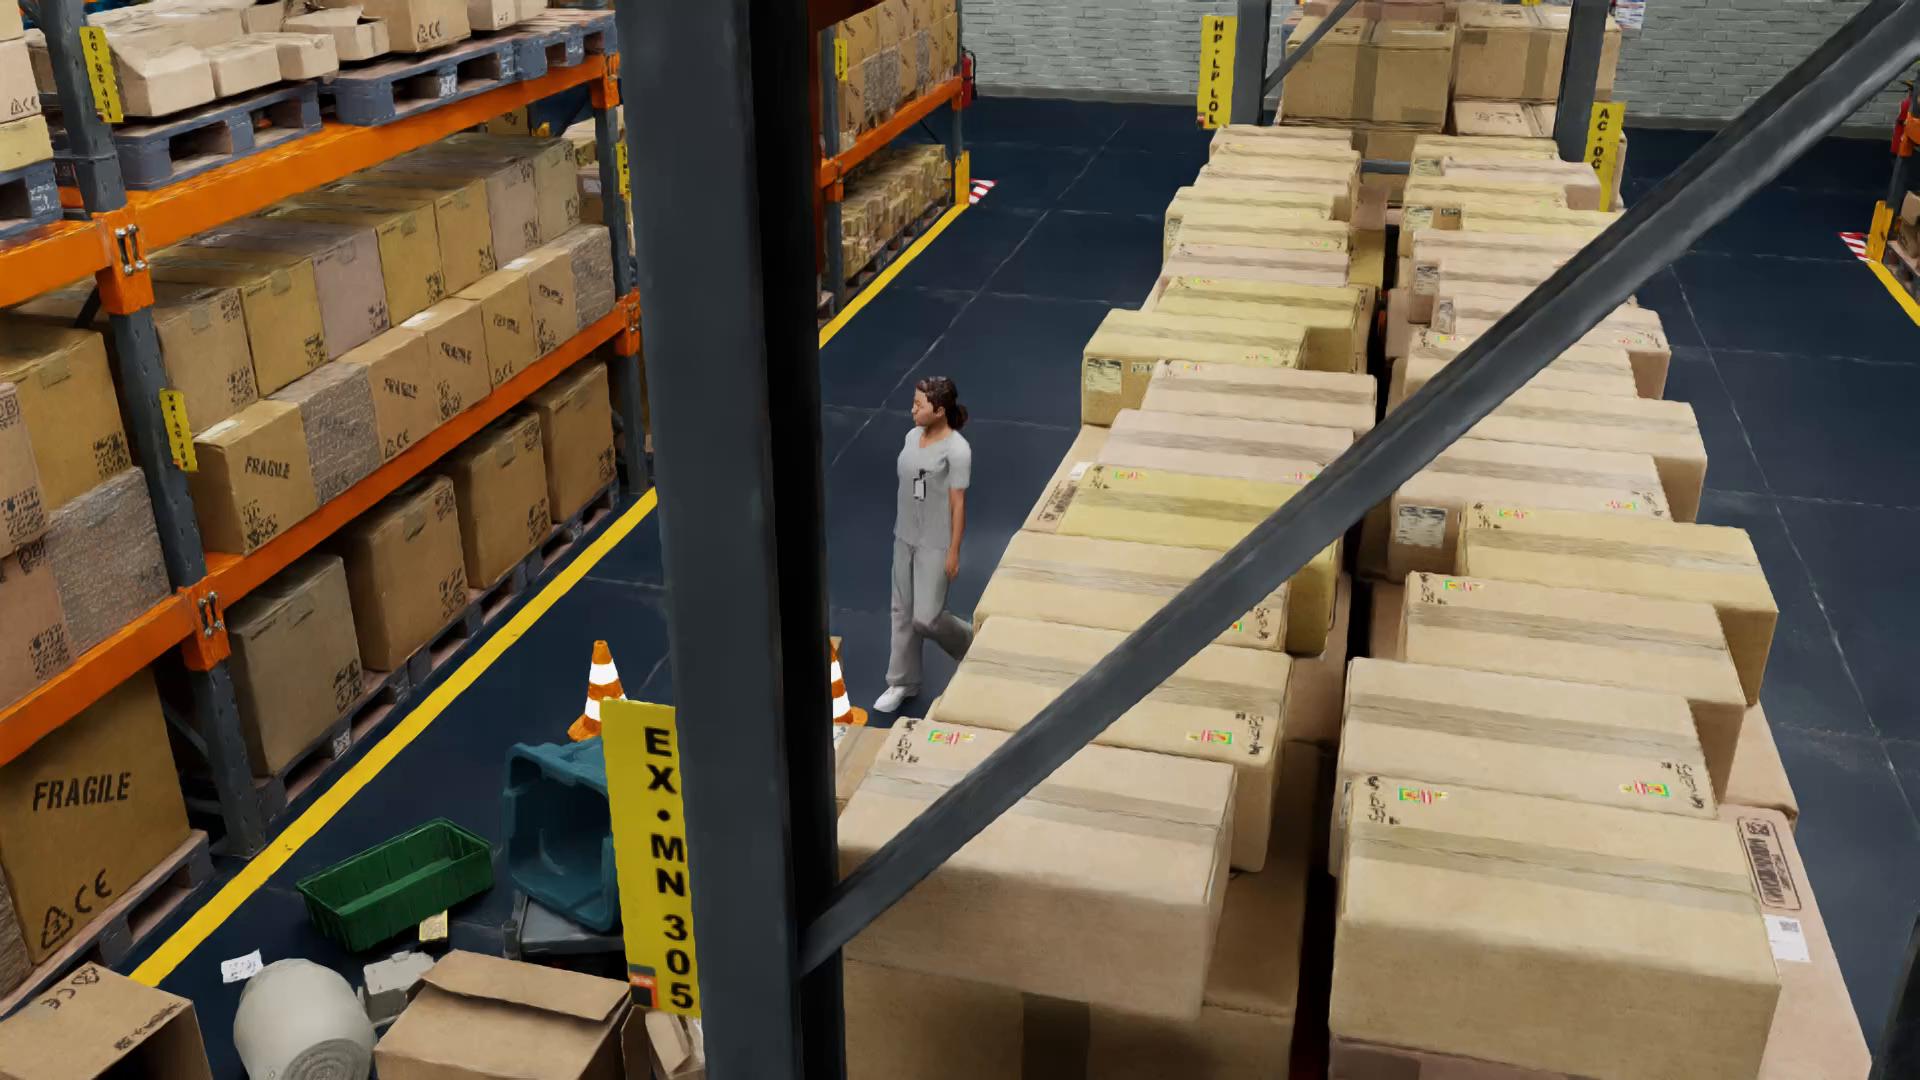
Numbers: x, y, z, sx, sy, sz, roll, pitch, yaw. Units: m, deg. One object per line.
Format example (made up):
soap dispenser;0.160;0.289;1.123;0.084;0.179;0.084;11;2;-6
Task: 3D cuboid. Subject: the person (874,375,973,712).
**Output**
person;-0.189;0.022;8.068;0.616;1.669;0.470;-22;33;-39
